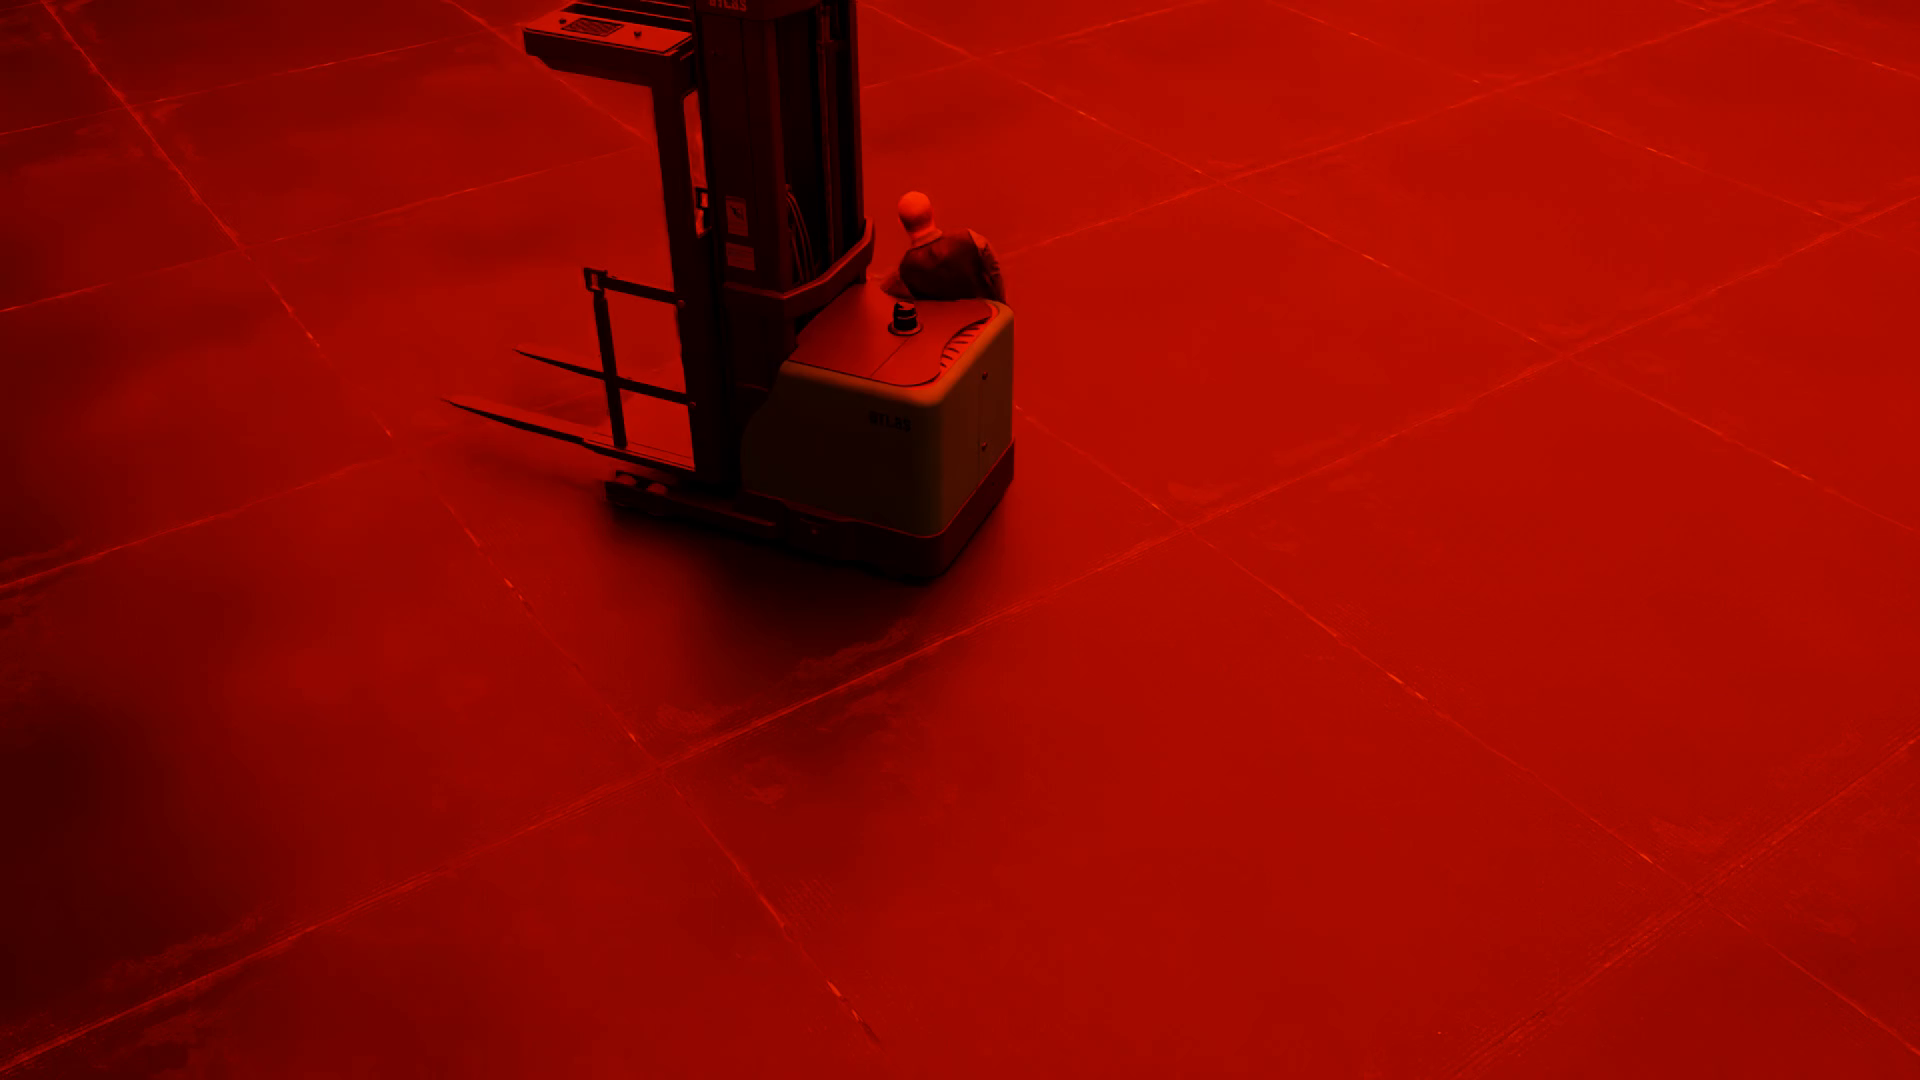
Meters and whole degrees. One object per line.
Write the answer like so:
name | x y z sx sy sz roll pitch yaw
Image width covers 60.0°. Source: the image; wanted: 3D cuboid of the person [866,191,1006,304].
person | -0.243 -1.167 8.655 0.873 1.488 0.946 -15 39 -19

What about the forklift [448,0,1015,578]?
forklift | -1.279 -1.573 8.072 3.031 2.935 1.130 15 39 19
